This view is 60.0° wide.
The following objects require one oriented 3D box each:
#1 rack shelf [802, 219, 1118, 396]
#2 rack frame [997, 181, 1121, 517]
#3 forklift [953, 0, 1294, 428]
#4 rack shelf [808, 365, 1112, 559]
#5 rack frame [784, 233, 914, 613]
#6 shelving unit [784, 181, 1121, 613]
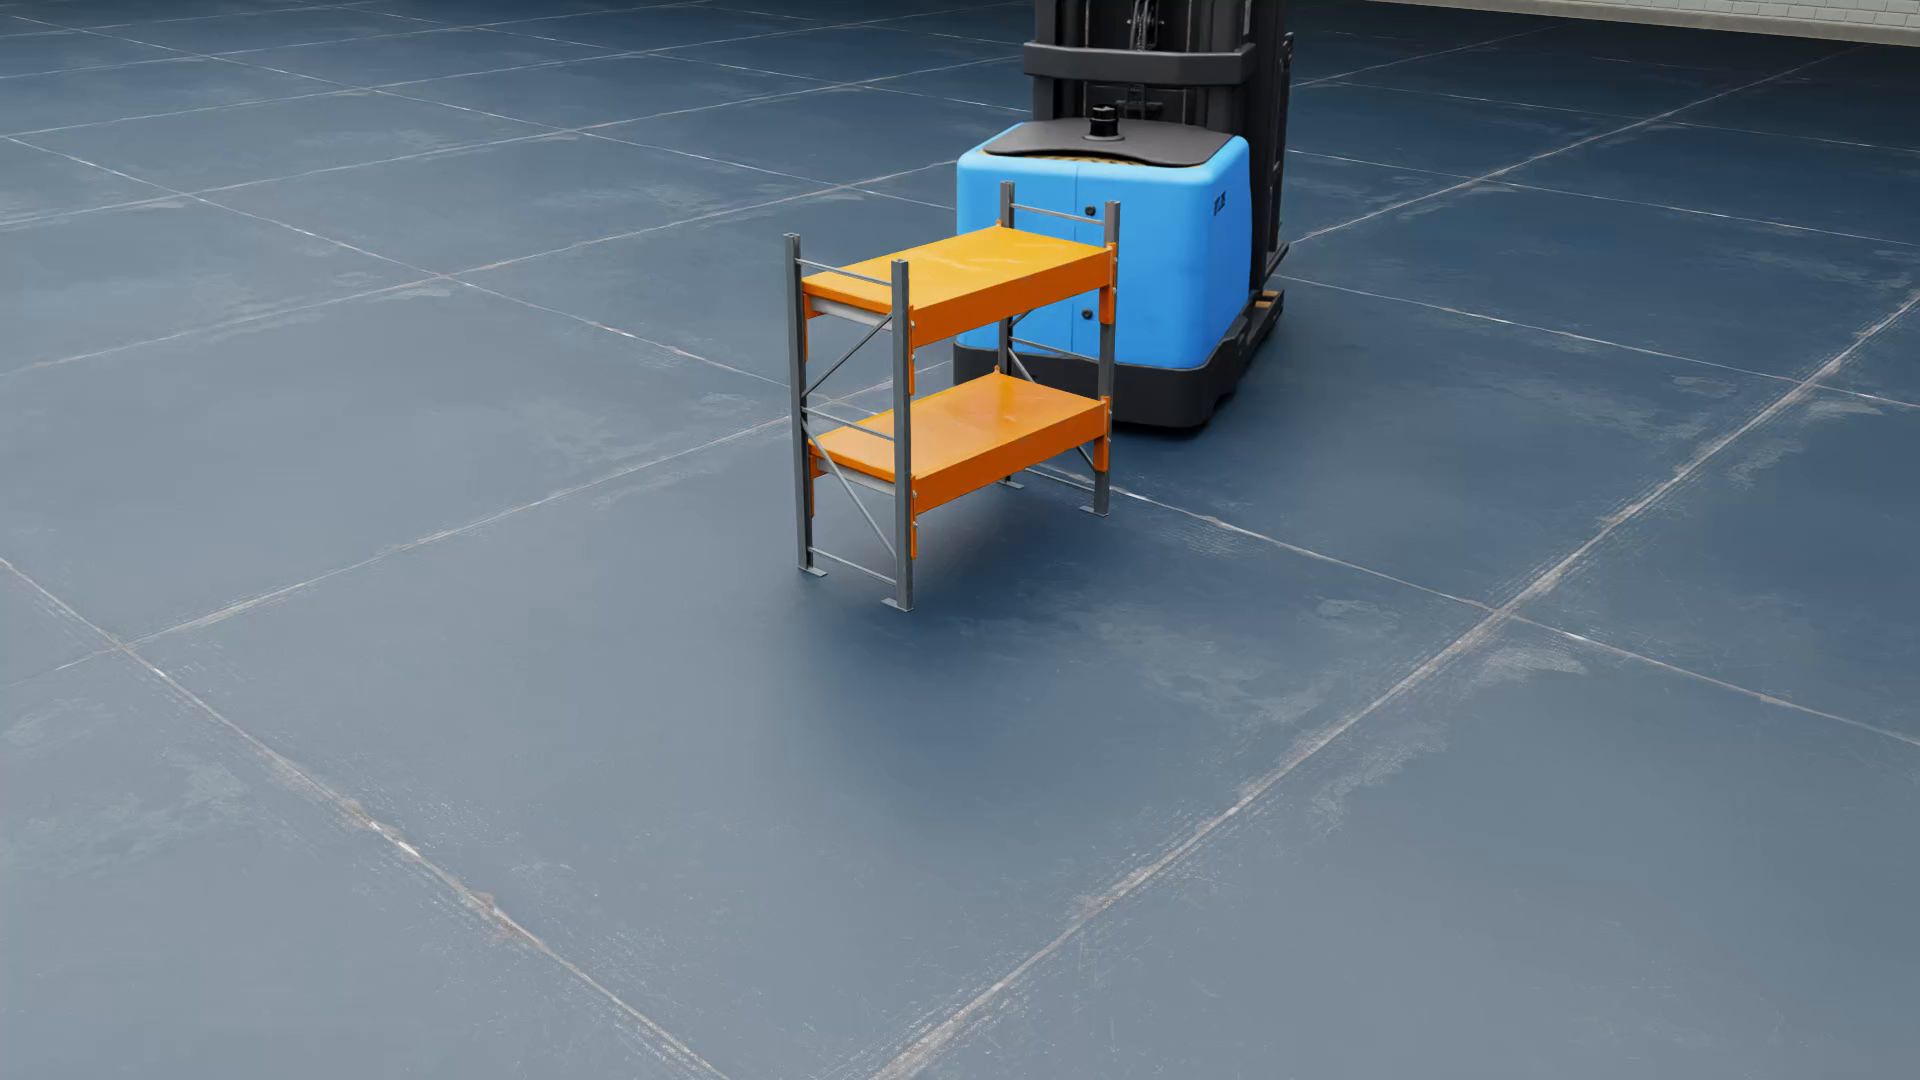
[{"bbox_3d":[-0.005,-0.778,5.396,0.538,0.278,1.000,20,31,38],"label":"rack shelf"},{"bbox_3d":[0.335,-0.666,5.861,0.500,1.125,0.032,20,31,38],"label":"rack frame"},{"bbox_3d":[0.941,-2.357,7.425,1.130,2.935,3.031,8,25,18],"label":"forklift"},{"bbox_3d":[-0.005,-0.288,5.615,0.538,0.278,1.000,20,31,38],"label":"rack shelf"},{"bbox_3d":[-0.344,-0.356,5.170,0.500,1.125,0.032,20,31,38],"label":"rack frame"},{"bbox_3d":[-0.005,-0.511,5.515,0.538,1.125,1.048,20,31,38],"label":"shelving unit"}]
